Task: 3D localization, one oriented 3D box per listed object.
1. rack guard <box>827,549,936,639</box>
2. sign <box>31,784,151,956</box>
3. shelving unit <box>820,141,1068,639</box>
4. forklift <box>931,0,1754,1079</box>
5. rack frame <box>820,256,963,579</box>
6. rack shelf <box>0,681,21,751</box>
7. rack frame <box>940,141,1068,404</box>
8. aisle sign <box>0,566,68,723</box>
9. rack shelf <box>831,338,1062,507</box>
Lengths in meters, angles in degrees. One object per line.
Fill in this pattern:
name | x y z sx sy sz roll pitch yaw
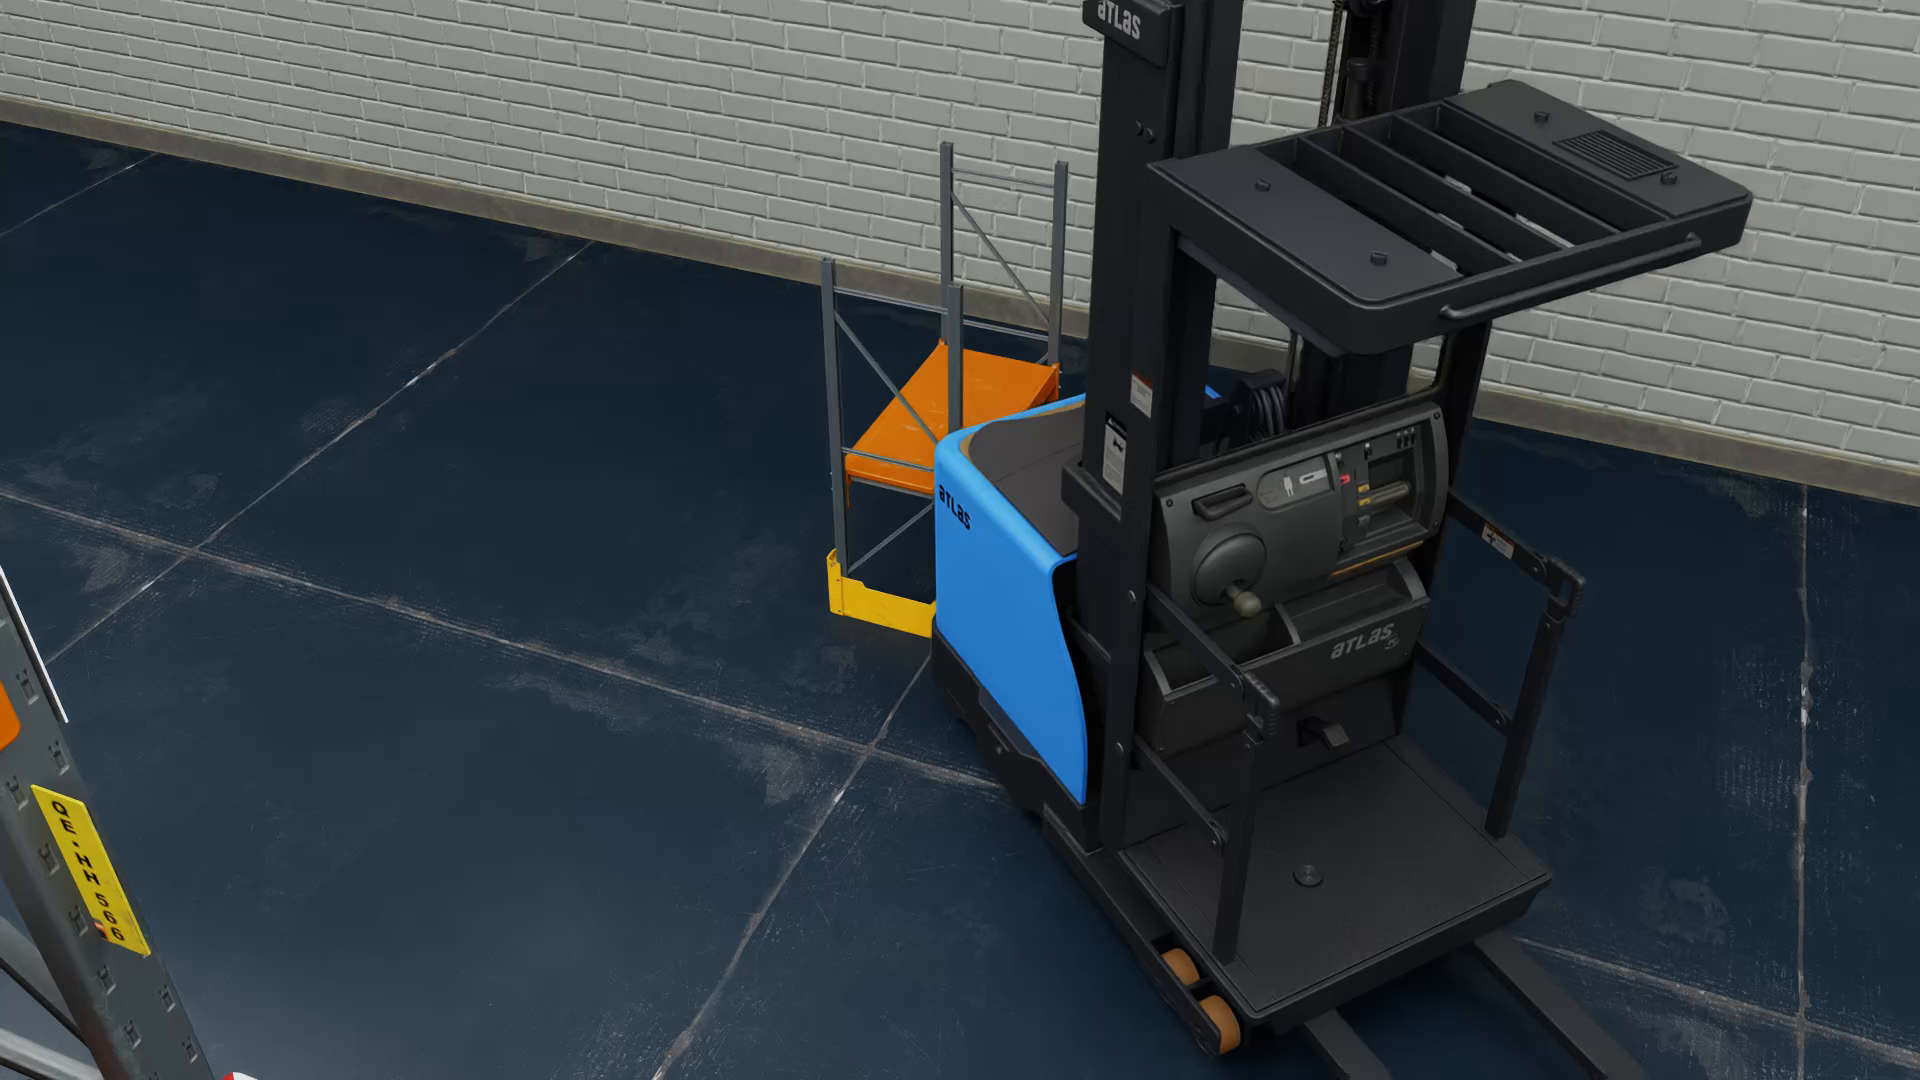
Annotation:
rack guard | -0.219 0.218 6.250 0.587 0.250 0.087 14 39 18
sign | -1.269 0.486 2.429 0.100 0.325 0.005 14 39 18
shelving unit | -0.029 -0.559 6.245 0.587 1.500 1.083 14 39 18
forklift | 1.038 -0.010 4.315 1.130 2.935 3.031 -18 40 -22
rack frame | -0.226 -0.272 5.861 0.500 1.500 0.032 14 39 18
rack shelf | -2.527 1.108 0.858 1.077 0.370 4.000 14 39 18
rack frame | 0.161 -0.835 6.614 0.500 1.500 0.032 14 39 18
aisle sign | -1.461 -0.099 2.206 0.394 0.787 0.004 14 39 18
rack shelf | -0.032 -0.409 6.345 0.538 0.185 1.000 14 39 18
